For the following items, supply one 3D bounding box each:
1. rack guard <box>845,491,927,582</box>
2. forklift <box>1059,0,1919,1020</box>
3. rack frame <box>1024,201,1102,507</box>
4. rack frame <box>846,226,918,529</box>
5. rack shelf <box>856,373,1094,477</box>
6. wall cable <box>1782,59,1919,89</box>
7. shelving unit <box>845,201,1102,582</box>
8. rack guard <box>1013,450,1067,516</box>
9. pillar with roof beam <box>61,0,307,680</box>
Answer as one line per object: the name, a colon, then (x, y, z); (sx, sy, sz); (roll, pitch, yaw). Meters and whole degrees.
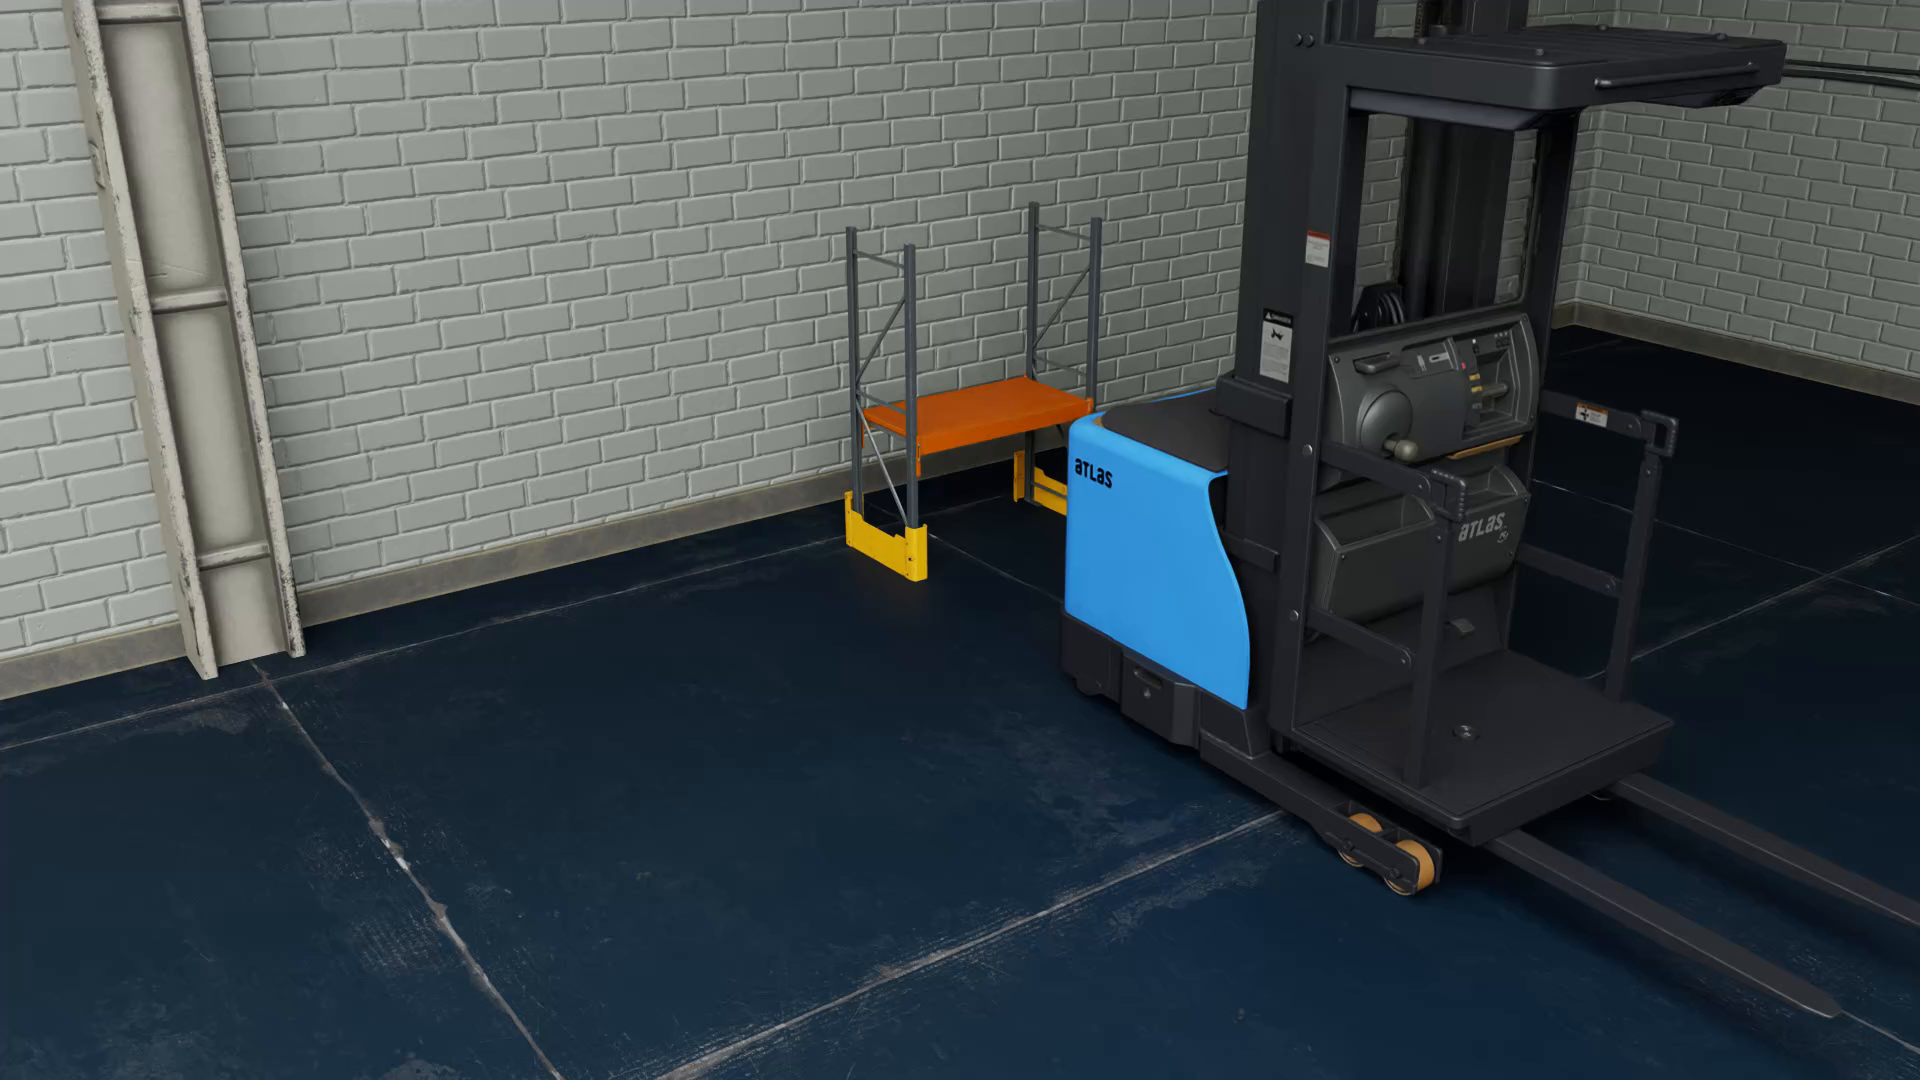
rack guard: (-0.342, -0.025, 7.621); (0.087, 0.250, 0.587); (-15, 26, -33)
forklift: (1.635, -0.466, 5.110); (1.130, 2.935, 3.031); (-14, 26, -32)
rack frame: (0.482, -0.825, 7.940); (0.032, 1.500, 0.500); (-15, 26, -33)
rack frame: (-0.343, -0.605, 7.389); (0.032, 1.500, 0.500); (-15, 26, -33)
rack shelf: (0.069, -0.548, 7.731); (1.000, 0.185, 0.538); (-15, 26, -33)
wall cable: (5.139, -3.816, 9.507); (0.112, 2.526, 3.097); (-15, 26, -33)
shelving unit: (0.062, -0.713, 7.660); (1.083, 1.500, 0.587); (-15, 26, -33)
rack guard: (0.466, -0.240, 8.162); (0.087, 0.250, 0.587); (-15, 26, -33)
pillar with roof beam: (-0.381, -2.424, 1.830); (0.400, 9.000, 9.100); (-15, 26, -33)
